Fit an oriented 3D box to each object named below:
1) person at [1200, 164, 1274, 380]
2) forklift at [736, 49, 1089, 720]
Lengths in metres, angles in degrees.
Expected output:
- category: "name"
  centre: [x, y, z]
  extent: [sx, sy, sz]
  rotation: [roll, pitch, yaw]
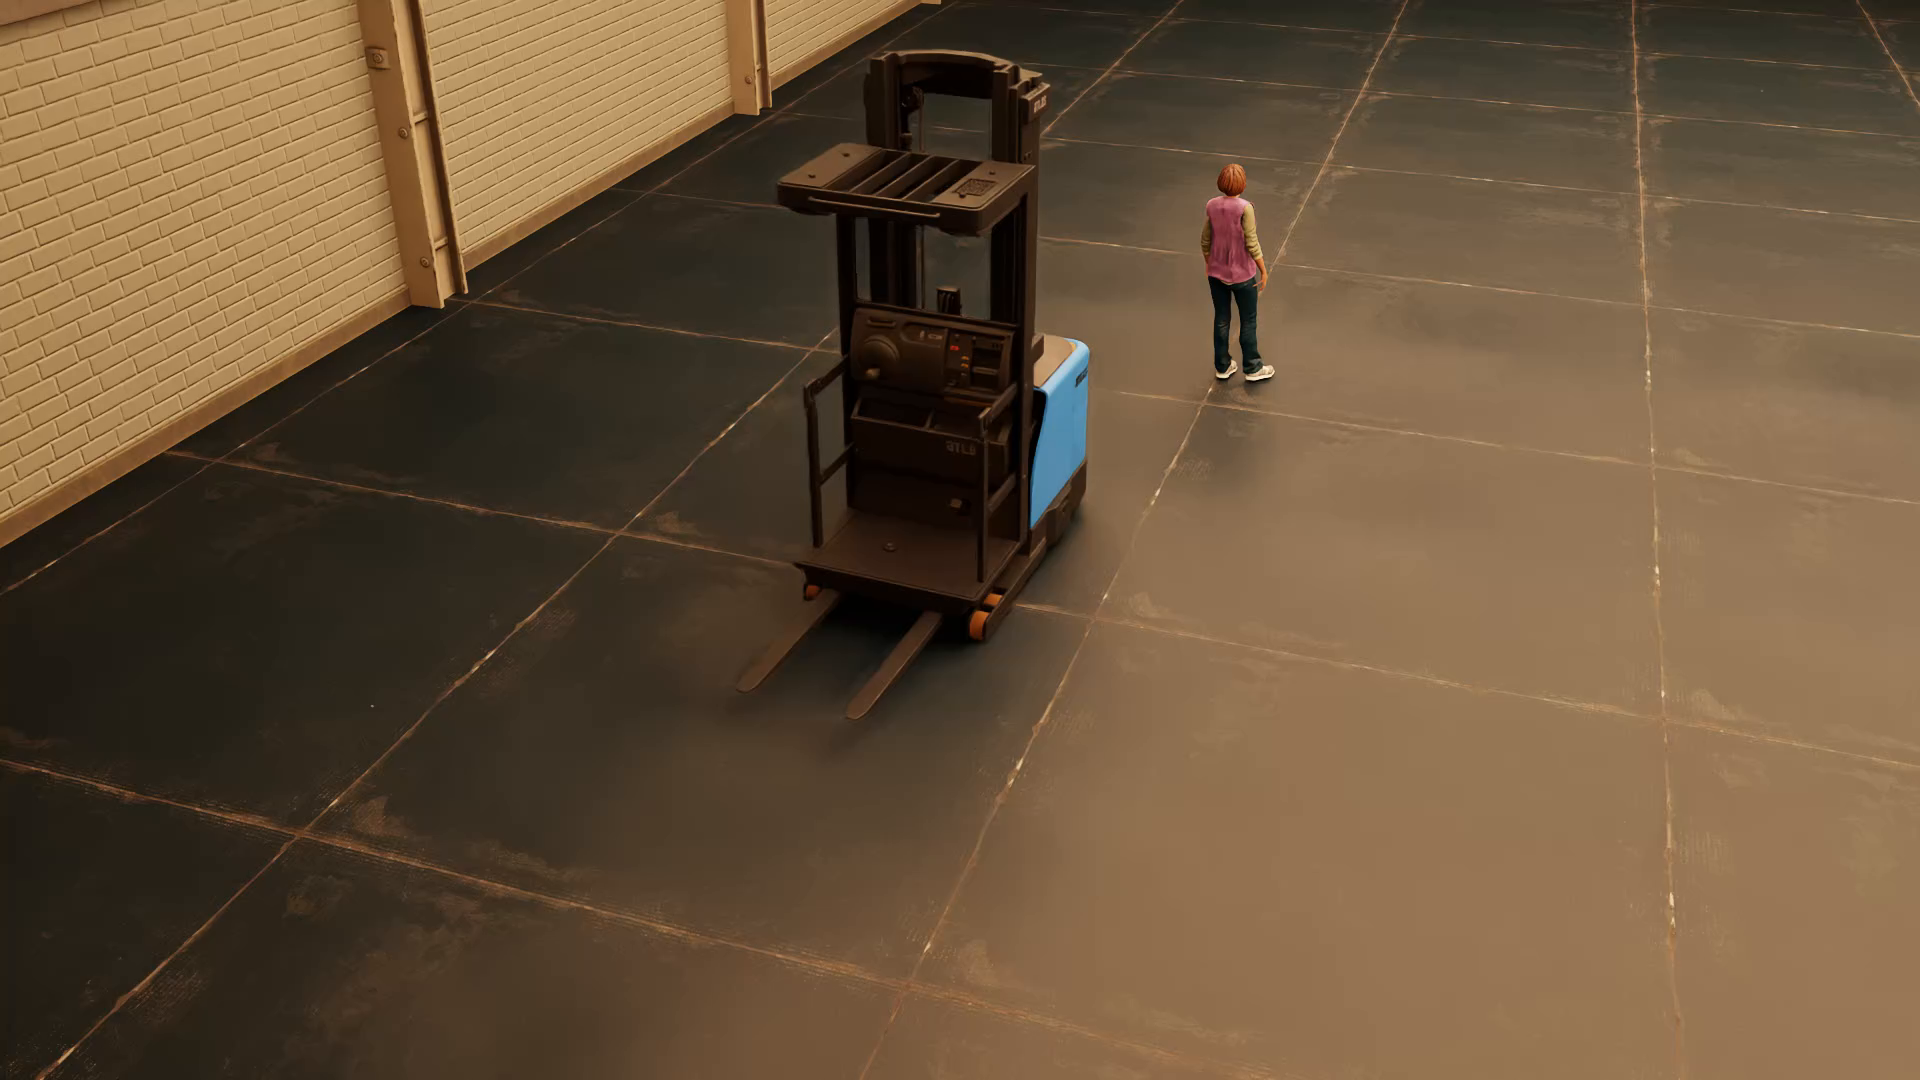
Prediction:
- category: "person"
  centre: [1.979, -1.906, 11.814]
  extent: [0.520, 1.596, 0.475]
  rotation: [23, 37, 34]
- category: "forklift"
  centre: [-0.238, -0.958, 8.818]
  extent: [1.130, 2.935, 3.031]
  rotation: [12, 32, 19]
